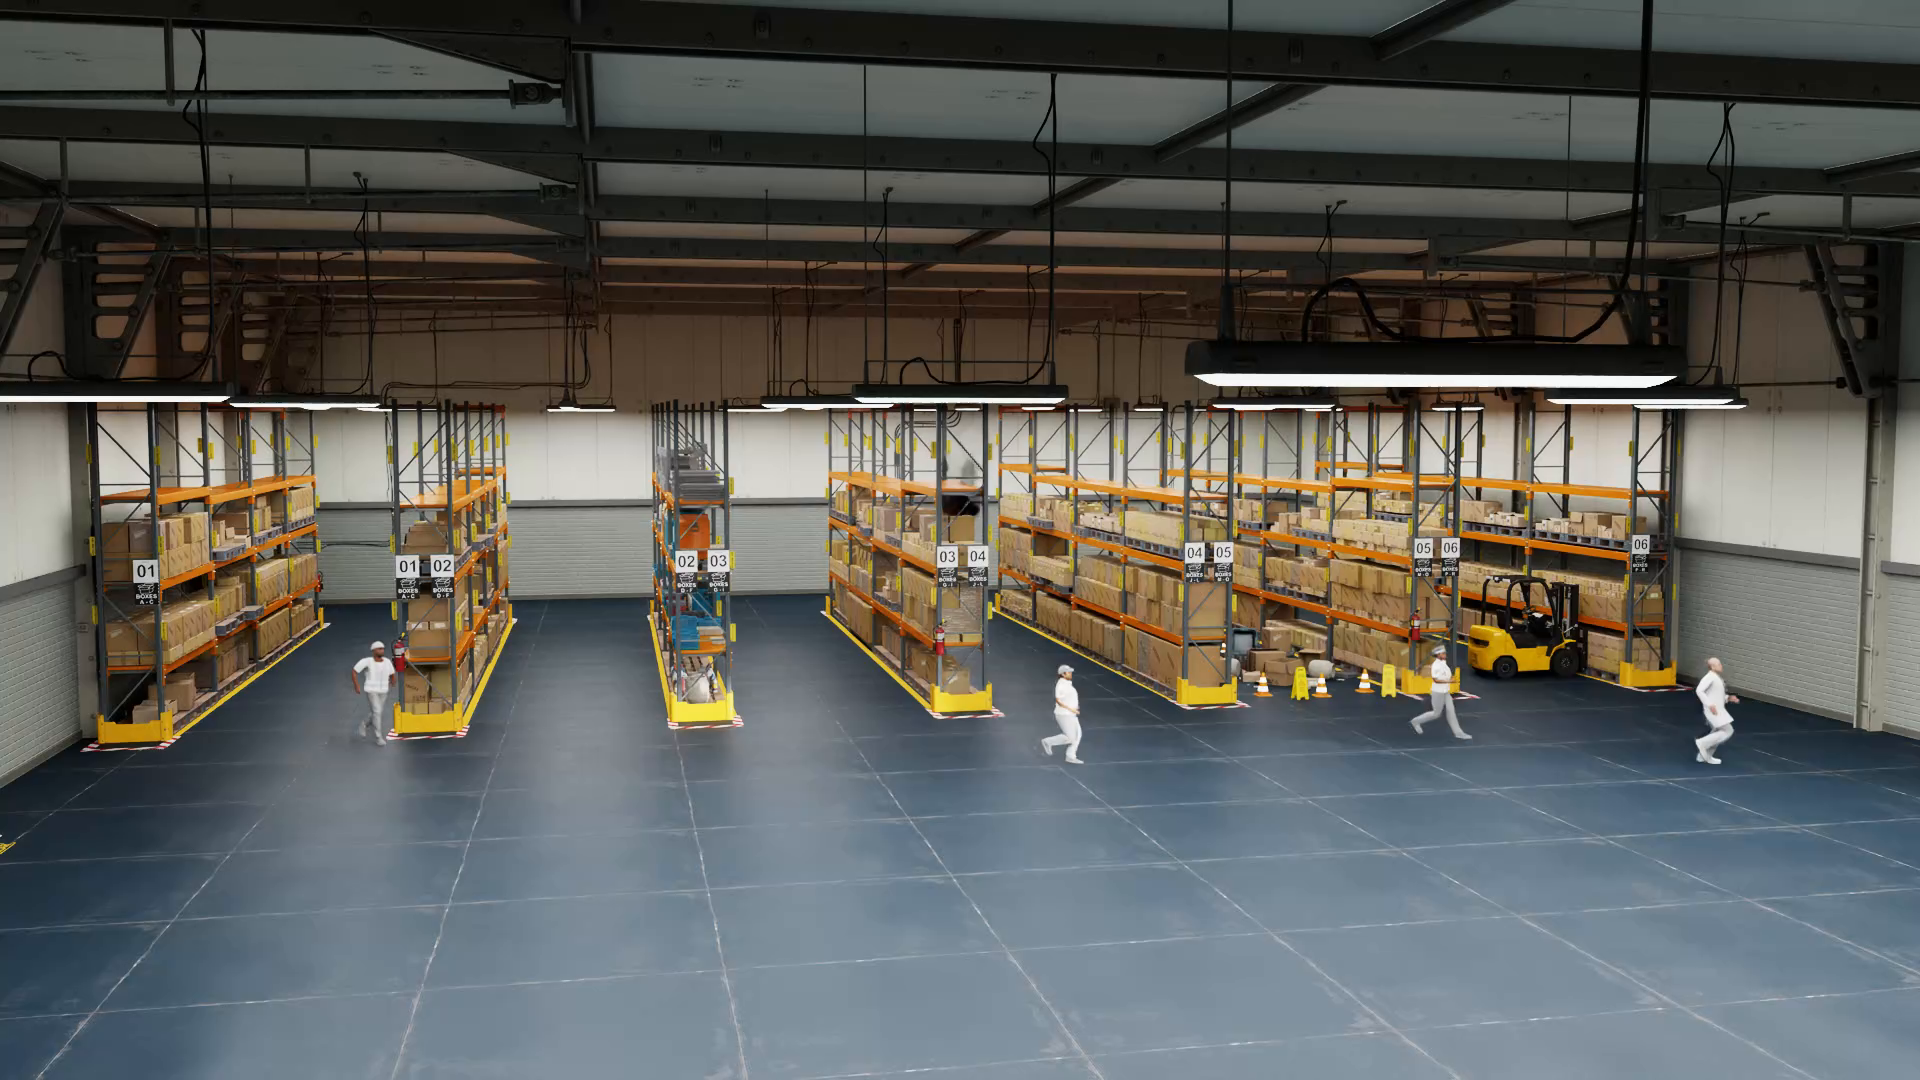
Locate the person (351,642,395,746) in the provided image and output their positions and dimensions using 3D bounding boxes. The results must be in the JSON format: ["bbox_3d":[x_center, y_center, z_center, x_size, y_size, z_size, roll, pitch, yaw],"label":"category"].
[{"bbox_3d":[-10.175,2.659,29.055,0.873,1.751,0.744,3,5,38],"label":"person"}]

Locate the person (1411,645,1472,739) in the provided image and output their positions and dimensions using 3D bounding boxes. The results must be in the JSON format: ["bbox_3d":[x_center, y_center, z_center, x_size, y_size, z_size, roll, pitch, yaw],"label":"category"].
[{"bbox_3d":[8.471,2.653,29.200,1.044,1.641,0.594,3,5,33],"label":"person"}]

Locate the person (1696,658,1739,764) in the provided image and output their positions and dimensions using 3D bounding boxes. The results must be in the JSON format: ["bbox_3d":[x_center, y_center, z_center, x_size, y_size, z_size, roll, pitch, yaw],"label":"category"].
[{"bbox_3d":[12.398,2.802,27.199,0.620,1.736,0.699,3,5,31],"label":"person"}]

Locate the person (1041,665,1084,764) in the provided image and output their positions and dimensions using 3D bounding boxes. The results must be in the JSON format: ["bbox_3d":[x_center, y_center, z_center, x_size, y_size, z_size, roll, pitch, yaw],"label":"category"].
[{"bbox_3d":[1.692,2.868,27.309,0.685,1.626,0.607,1,4,10],"label":"person"}]
